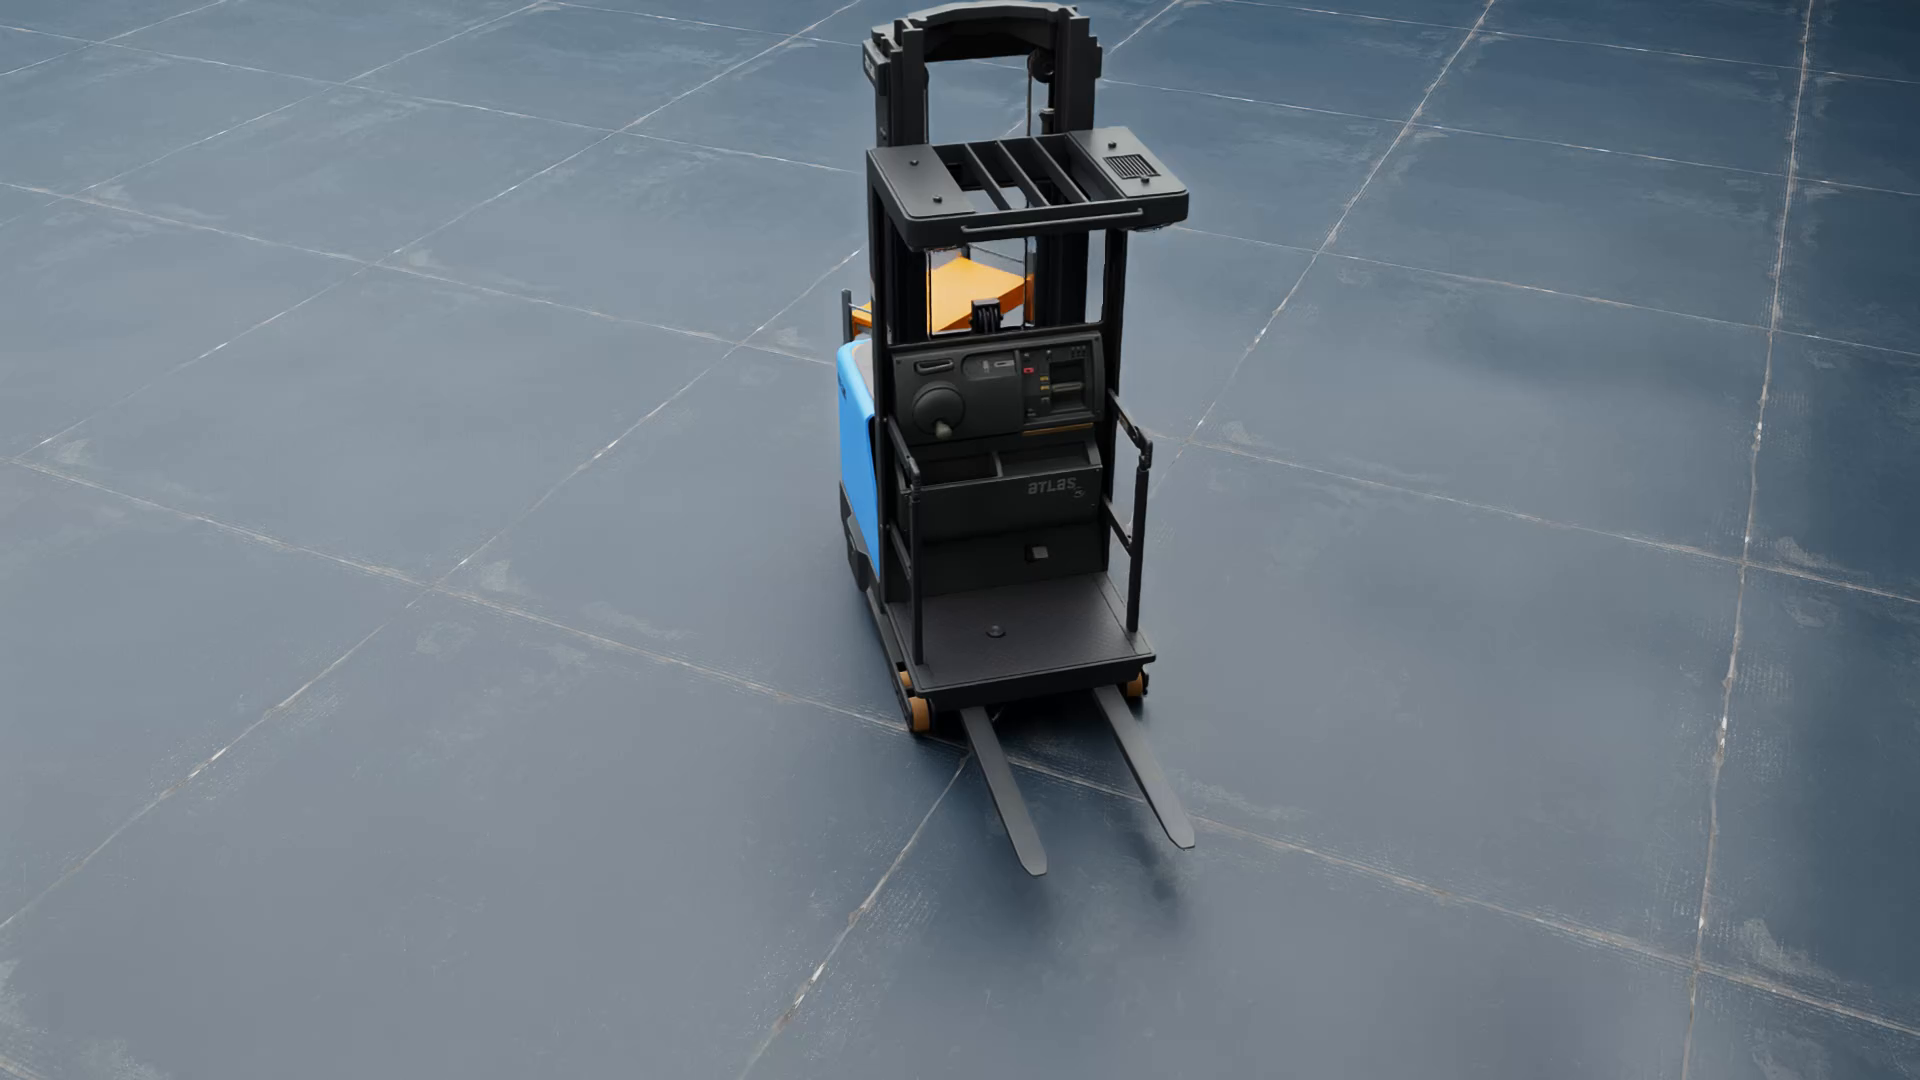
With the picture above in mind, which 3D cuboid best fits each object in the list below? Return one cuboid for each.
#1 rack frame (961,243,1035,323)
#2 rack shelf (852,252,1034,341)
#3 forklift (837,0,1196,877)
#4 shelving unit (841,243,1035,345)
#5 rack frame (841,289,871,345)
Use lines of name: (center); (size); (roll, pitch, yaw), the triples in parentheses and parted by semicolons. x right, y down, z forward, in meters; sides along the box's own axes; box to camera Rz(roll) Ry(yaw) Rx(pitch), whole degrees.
rack frame: (0.212, -1.194, 9.545); (0.500, 1.125, 0.032); (23, 40, 31)
rack shelf: (-0.101, -1.219, 9.050); (0.538, 0.278, 1.000); (23, 40, 31)
forklift: (0.228, -0.599, 6.991); (1.130, 2.935, 3.031); (-8, 34, -12)
shelving unit: (-0.101, -0.975, 9.210); (0.538, 1.125, 1.048); (23, 40, 31)
rack frame: (-0.415, -0.755, 8.876); (0.500, 1.125, 0.032); (23, 40, 31)
